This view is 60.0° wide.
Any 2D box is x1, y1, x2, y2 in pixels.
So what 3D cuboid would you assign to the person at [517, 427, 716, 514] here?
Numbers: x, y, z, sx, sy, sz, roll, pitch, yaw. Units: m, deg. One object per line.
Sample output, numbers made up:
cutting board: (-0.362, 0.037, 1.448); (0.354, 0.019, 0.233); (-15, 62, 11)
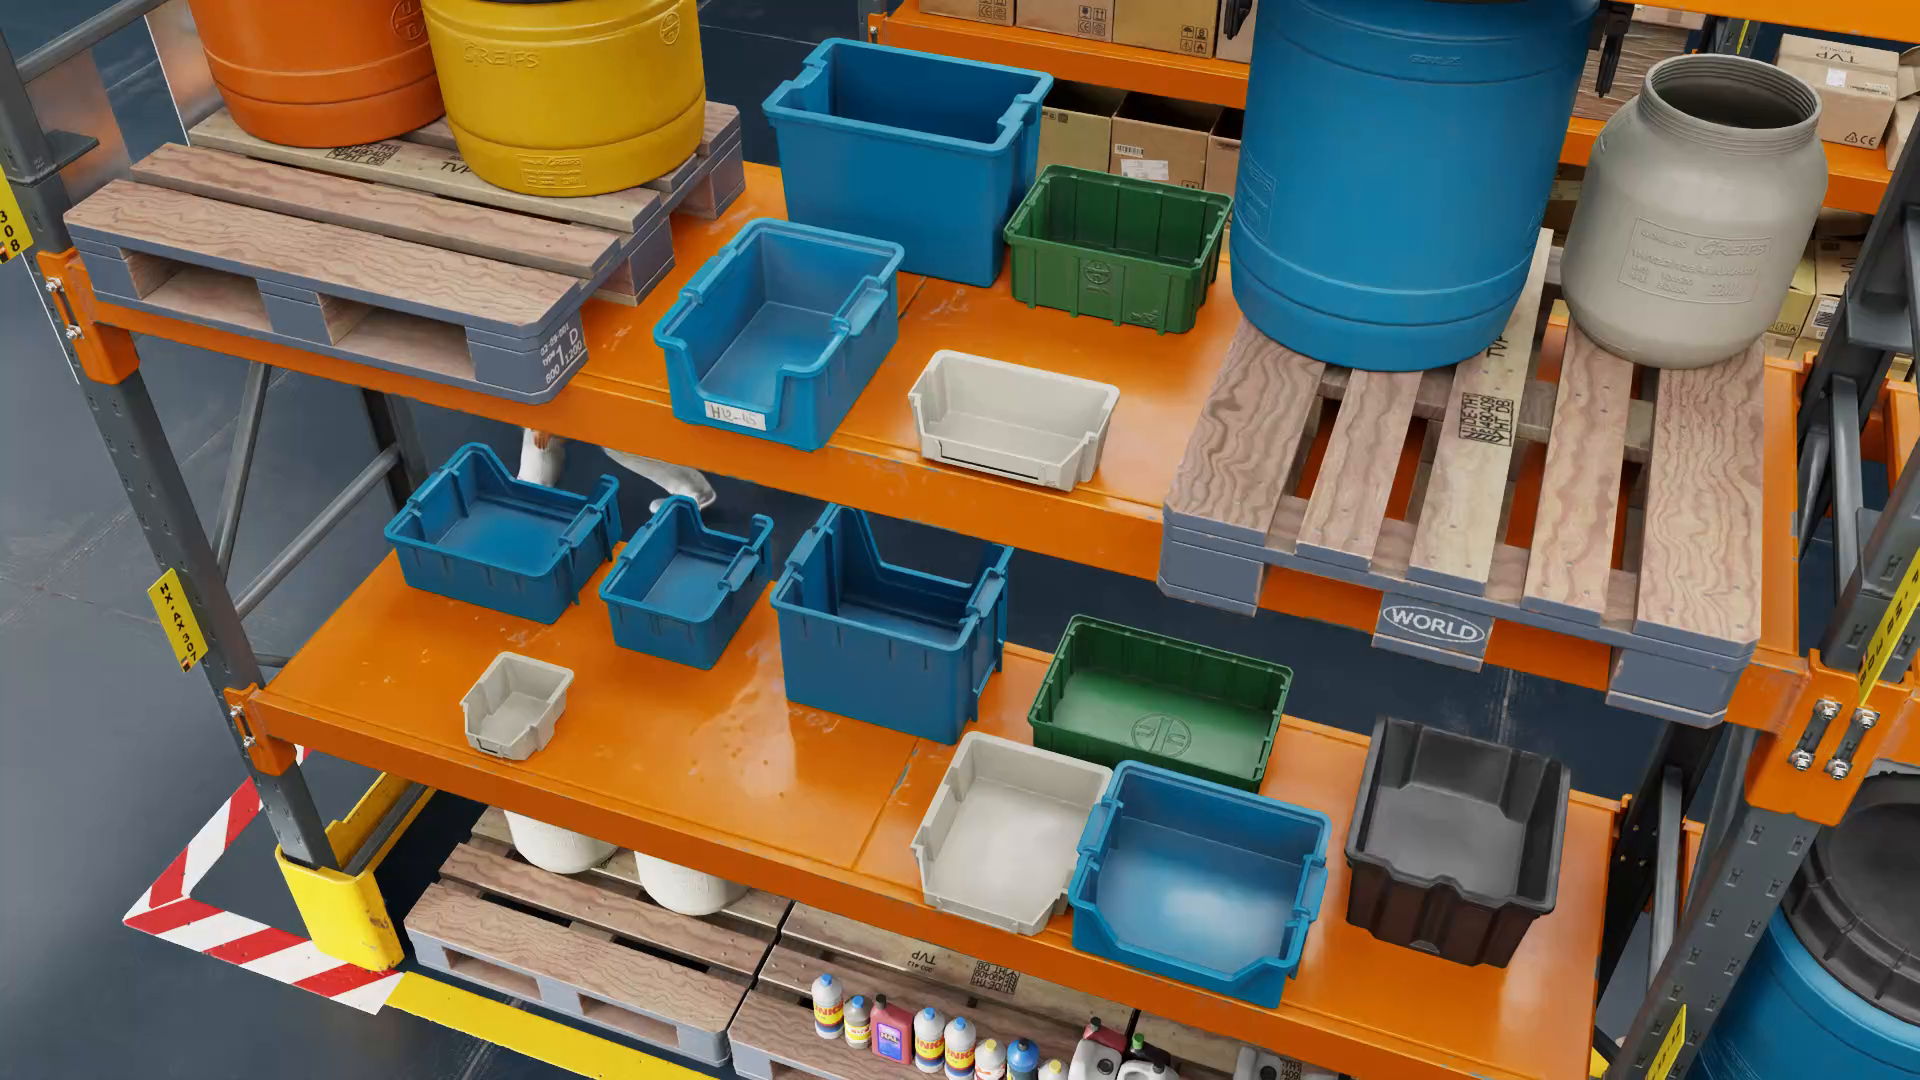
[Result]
person: (-1.606, -0.640, 6.877); (1.060, 1.593, 0.489); (-16, 44, -17)
